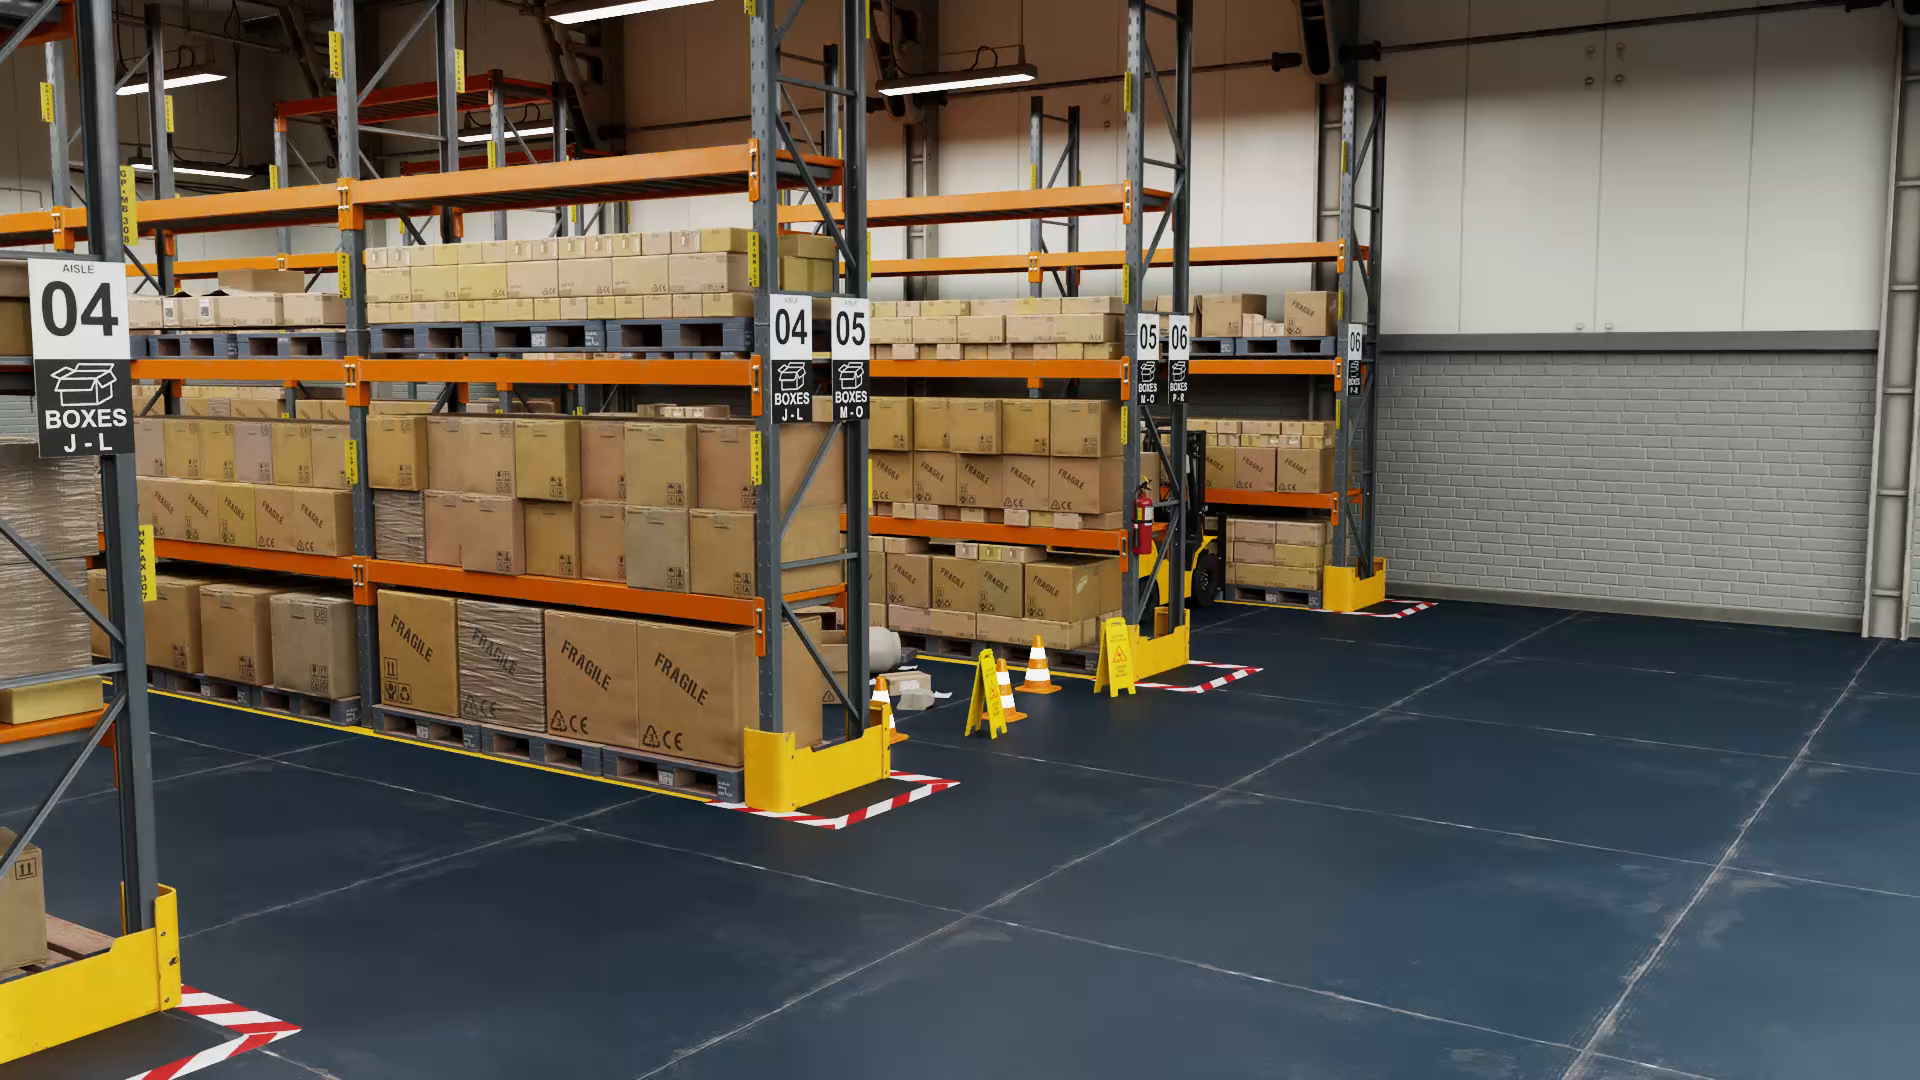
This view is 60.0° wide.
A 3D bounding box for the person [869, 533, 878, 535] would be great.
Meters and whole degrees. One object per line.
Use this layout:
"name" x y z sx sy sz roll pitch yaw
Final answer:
"person" -1.112 0.267 18.654 0.946 1.052 0.585 4 7 30
